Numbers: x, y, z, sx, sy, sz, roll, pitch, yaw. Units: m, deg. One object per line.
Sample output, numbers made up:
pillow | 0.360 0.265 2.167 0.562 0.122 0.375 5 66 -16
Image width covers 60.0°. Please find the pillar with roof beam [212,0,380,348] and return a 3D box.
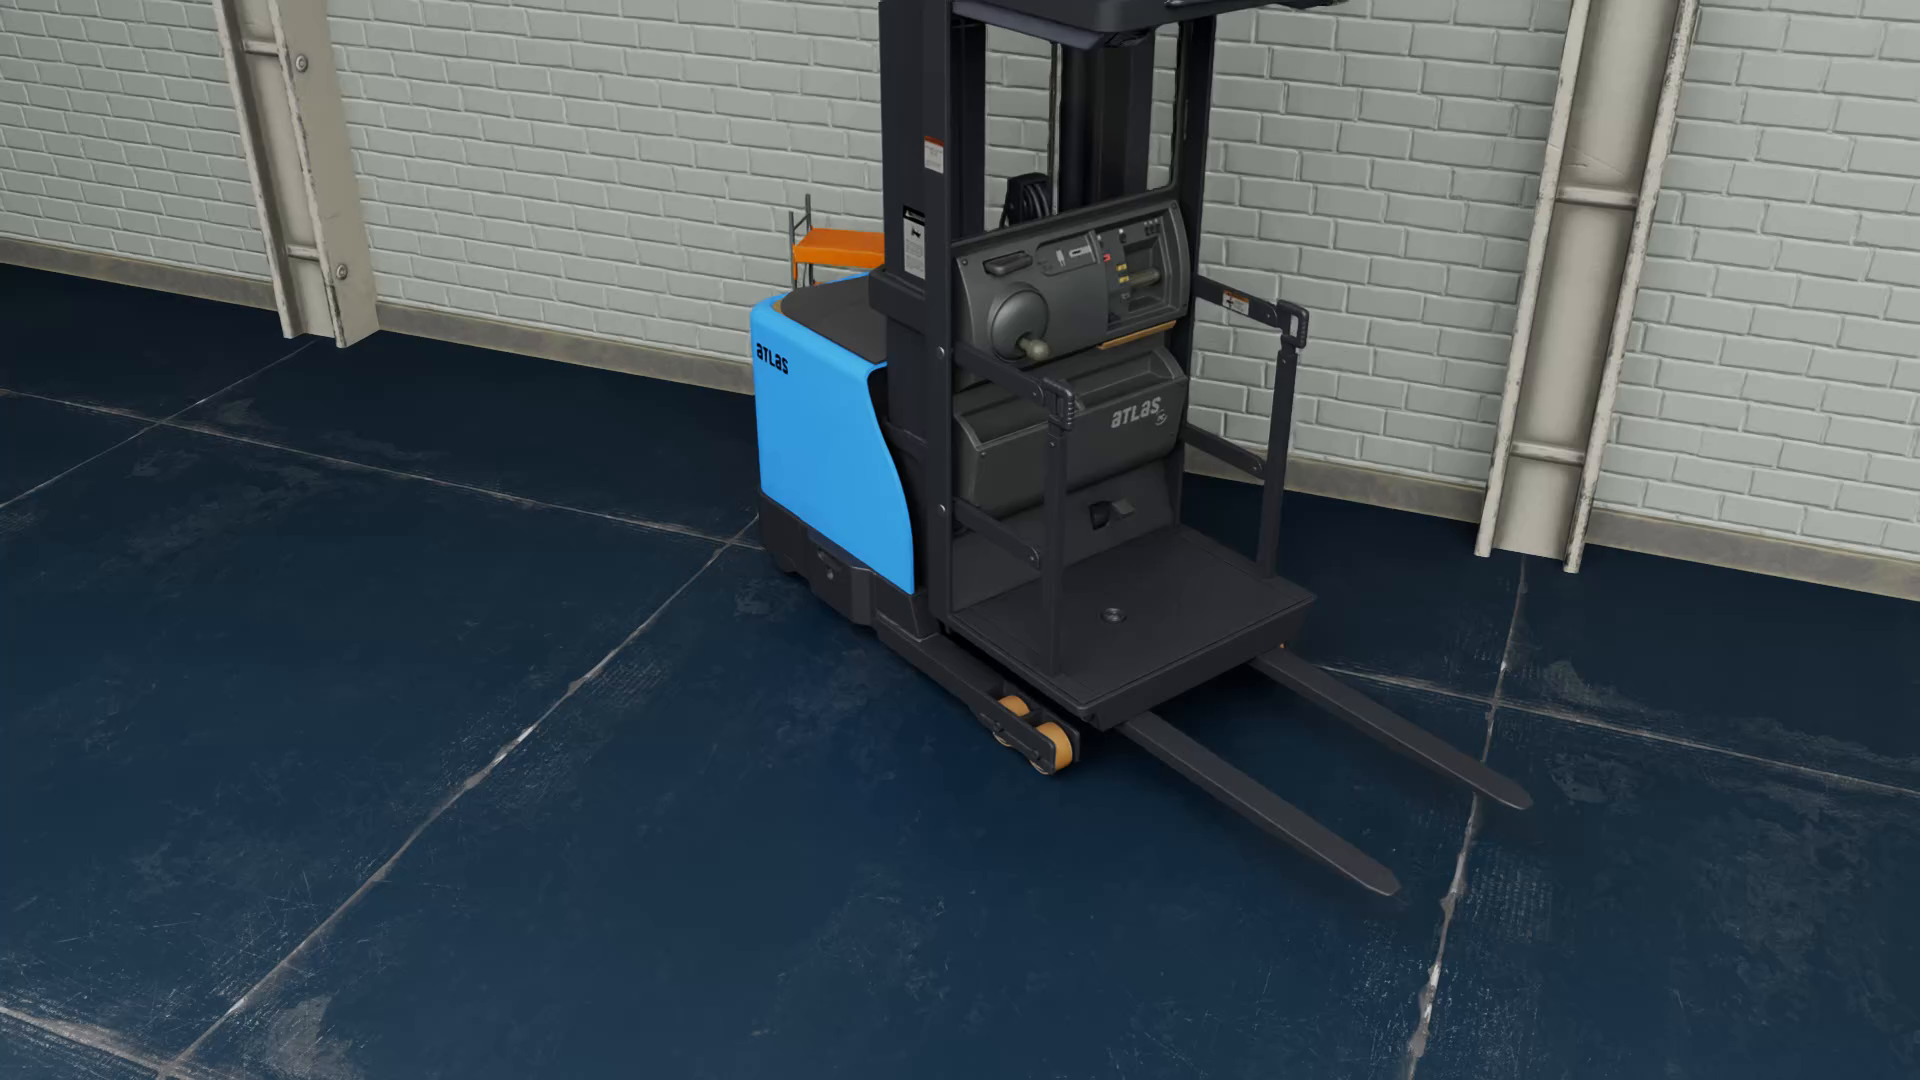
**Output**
pillar with roof beam | -4.883 -3.039 2.981 0.400 9.000 9.100 11 31 19

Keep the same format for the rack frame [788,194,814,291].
rack frame | -0.650 -0.841 7.019 0.015 1.200 0.240 7 30 12

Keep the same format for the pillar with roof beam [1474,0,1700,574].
pillar with roof beam | 0.677 -1.929 1.018 0.400 9.000 9.100 11 31 19

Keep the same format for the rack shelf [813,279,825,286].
rack shelf | -0.413 -0.950 6.893 0.480 0.148 0.258 7 30 12

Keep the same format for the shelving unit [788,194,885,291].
shelving unit | -0.413 -0.814 6.970 0.503 1.200 0.258 7 30 12

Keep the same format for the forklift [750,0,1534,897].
forklift | 0.509 -0.792 5.173 1.130 2.935 3.031 -21 36 -32

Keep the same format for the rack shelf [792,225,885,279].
rack shelf | -0.413 -1.156 6.777 0.480 0.148 0.258 7 30 12
